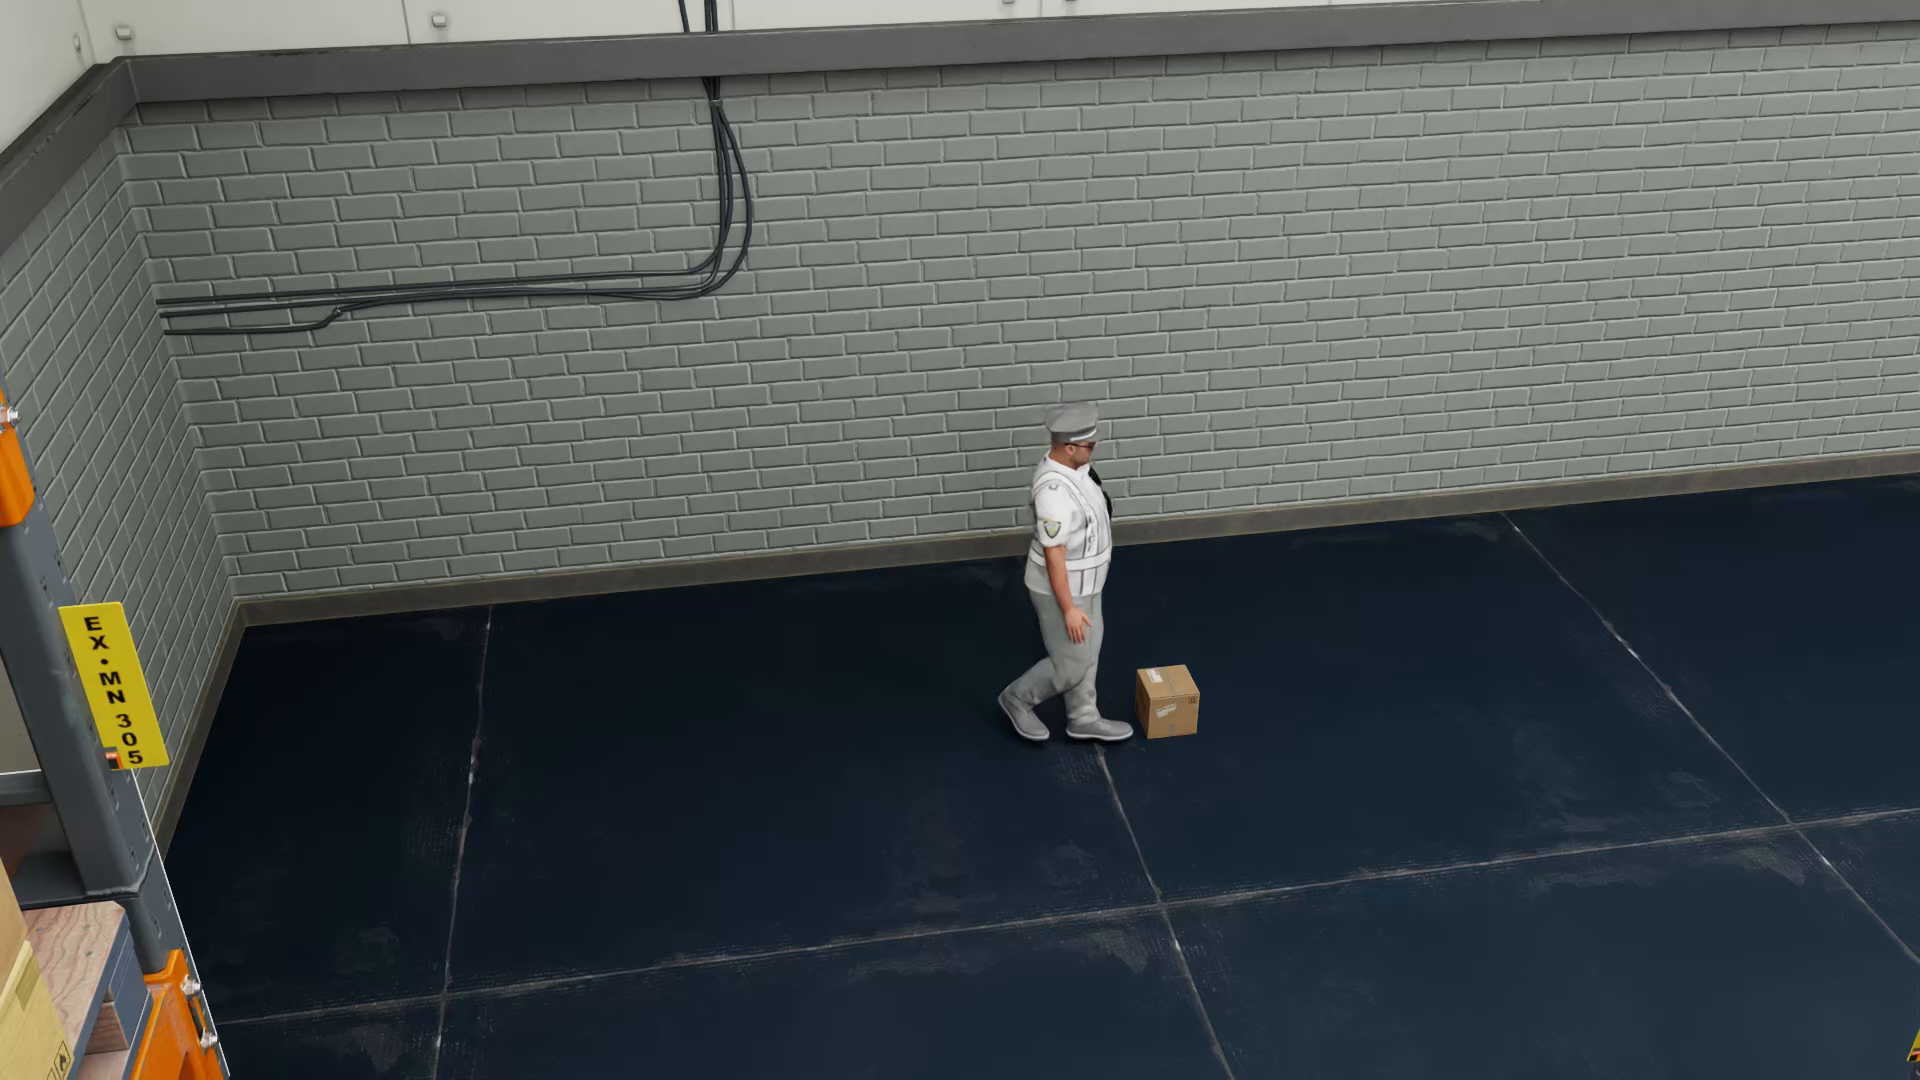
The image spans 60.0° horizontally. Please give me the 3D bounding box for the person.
[{"bbox_3d":[0.513,0.204,7.762,0.662,1.744,0.608,8,31,13],"label":"person"}]
